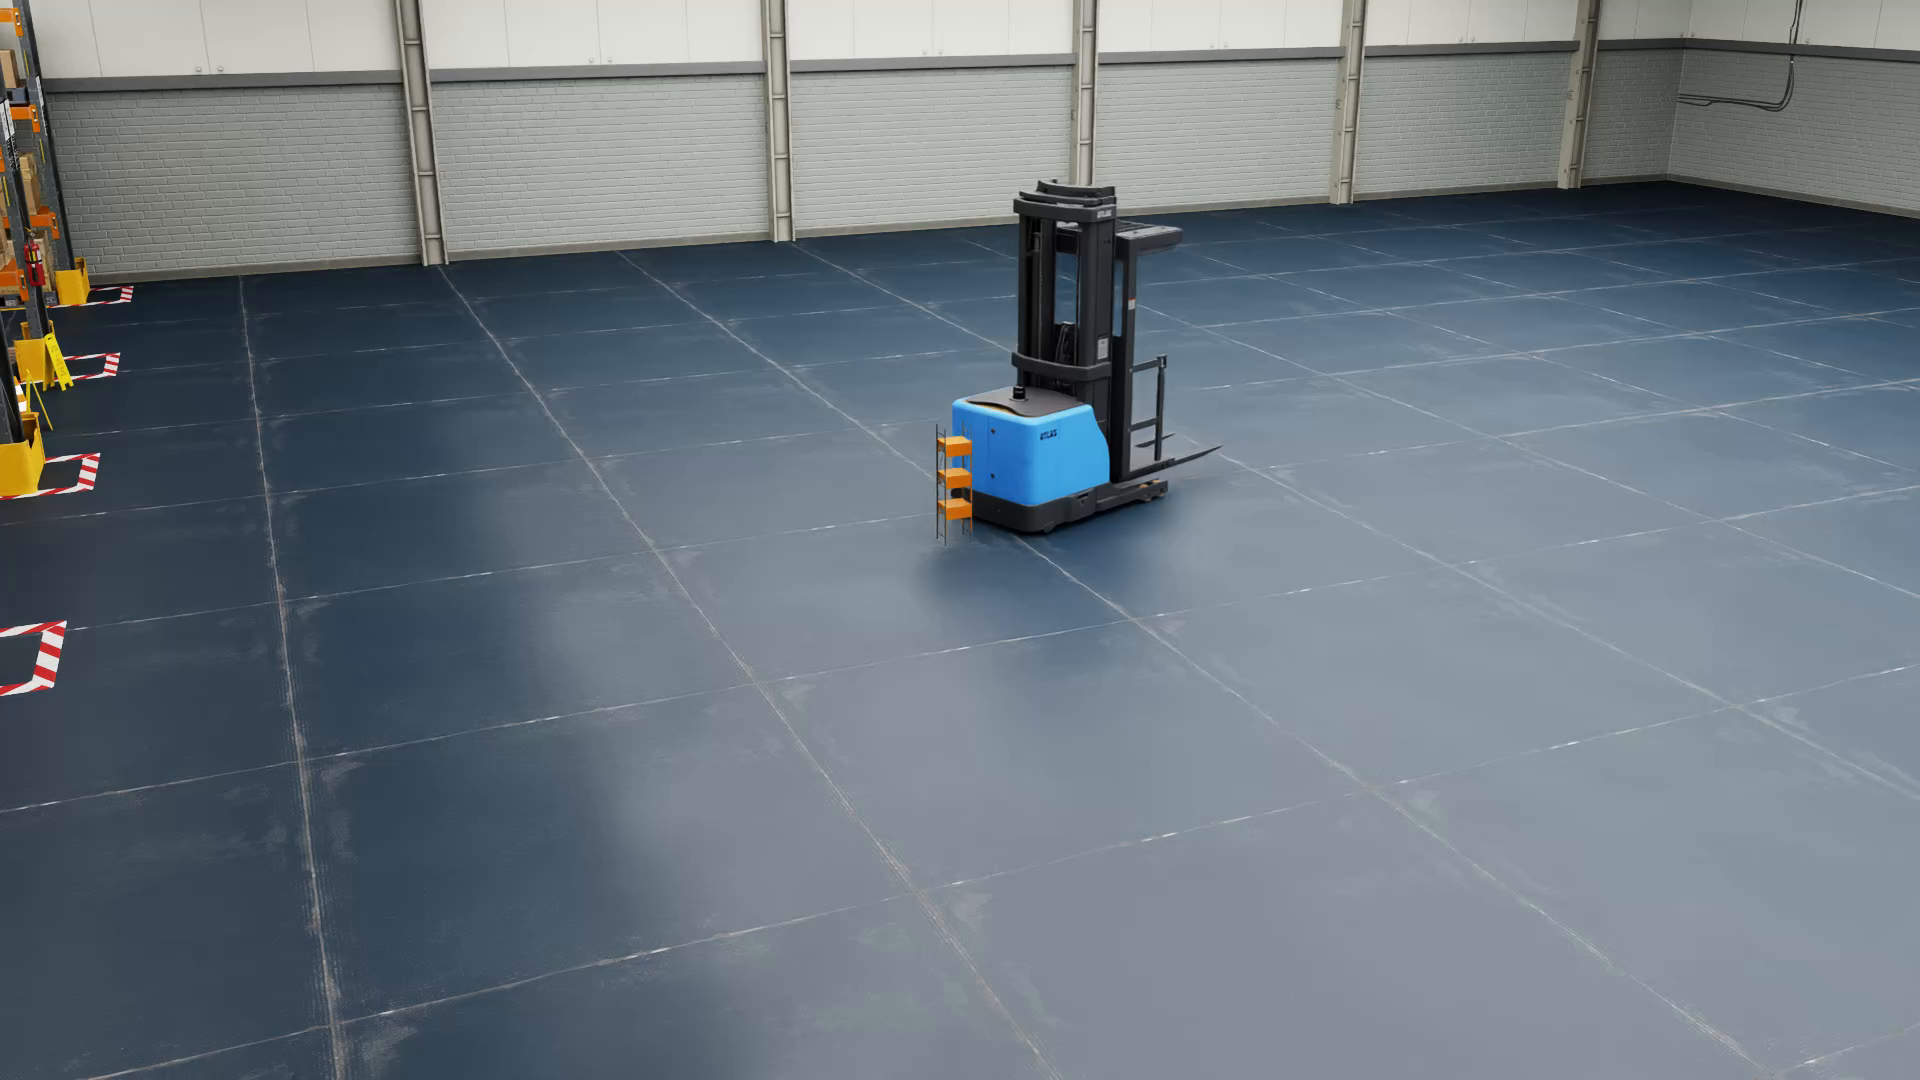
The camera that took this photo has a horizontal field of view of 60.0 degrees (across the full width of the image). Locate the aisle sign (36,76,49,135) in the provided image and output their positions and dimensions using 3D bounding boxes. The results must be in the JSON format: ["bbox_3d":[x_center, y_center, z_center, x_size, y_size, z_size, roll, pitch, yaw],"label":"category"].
[{"bbox_3d":[-13.023,-6.166,23.602,0.004,0.787,0.394,-8,21,-22],"label":"aisle sign"}]

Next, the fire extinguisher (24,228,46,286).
[{"bbox_3d":[-10.943,-3.345,19.623,0.183,0.674,0.296,-8,21,-22],"label":"fire extinguisher"}]

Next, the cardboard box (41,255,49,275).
[{"bbox_3d":[-13.523,-3.998,24.115,0.500,0.250,0.500,-8,21,-23],"label":"cardboard box"}]

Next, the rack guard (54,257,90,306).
[{"bbox_3d":[-13.178,-3.844,24.688,0.348,0.500,1.175,-8,21,-22],"label":"rack guard"}]

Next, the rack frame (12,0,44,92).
[{"bbox_3d":[-13.200,-7.850,23.267,0.127,3.000,1.000,-8,21,-22],"label":"rack frame"}]

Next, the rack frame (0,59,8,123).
[{"bbox_3d":[-11.231,-6.337,18.970,0.127,3.000,1.000,-8,21,-22],"label":"rack frame"}]

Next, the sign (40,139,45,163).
[{"bbox_3d":[-12.998,-5.511,23.557,0.005,0.325,0.100,-8,21,-22],"label":"sign"}]

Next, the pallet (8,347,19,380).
[{"bbox_3d":[-12.060,-2.086,20.128,1.213,0.211,1.003,-8,21,-22],"label":"pallet"}]

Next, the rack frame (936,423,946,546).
[{"bbox_3d":[-0.161,-0.472,14.282,0.008,1.050,0.200,-8,21,-22],"label":"rack frame"}]

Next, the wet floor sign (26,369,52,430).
[{"bbox_3d":[-9.935,-1.508,17.833,0.232,0.644,0.267,-12,23,-31],"label":"wet floor sign"}]

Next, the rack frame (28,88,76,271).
[{"bbox_3d":[-13.200,-5.020,24.264,0.127,3.000,1.000,-8,21,-22],"label":"rack frame"}]

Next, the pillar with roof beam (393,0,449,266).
[{"bbox_3d":[-6.982,-7.510,22.301,0.400,9.000,9.100,-8,21,-22],"label":"pillar with roof beam"}]

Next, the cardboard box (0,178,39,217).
[{"bbox_3d":[-13.548,-4.923,23.836,0.500,0.500,0.500,-9,21,-23],"label":"cardboard box"}]

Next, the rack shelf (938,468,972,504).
[{"bbox_3d":[-0.049,-0.478,14.331,0.240,0.259,0.215,-8,21,-22],"label":"rack shelf"}]

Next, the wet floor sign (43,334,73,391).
[{"bbox_3d":[-10.632,-2.095,19.501,0.232,0.644,0.267,-1,19,-3],"label":"wet floor sign"}]

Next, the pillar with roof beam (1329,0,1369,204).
[{"bbox_3d":[9.546,-9.878,29.026,0.400,9.000,9.100,-8,21,-22],"label":"pillar with roof beam"}]

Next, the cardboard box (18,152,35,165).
[{"bbox_3d":[-13.593,-5.535,24.150,0.250,0.149,0.380,-9,21,-23],"label":"cardboard box"}]

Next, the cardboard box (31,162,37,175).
[{"bbox_3d":[-13.614,-5.408,24.237,0.250,0.149,0.380,-9,21,-23],"label":"cardboard box"}]

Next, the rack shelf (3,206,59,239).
[{"bbox_3d":[-15.037,-4.418,23.636,4.000,0.370,1.077,-8,21,-22],"label":"rack shelf"}]

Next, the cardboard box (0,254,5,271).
[{"bbox_3d":[-11.489,-3.274,19.683,0.250,0.149,0.380,-7,21,-20],"label":"cardboard box"}]

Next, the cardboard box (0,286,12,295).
[{"bbox_3d":[-13.967,-3.701,24.024,0.500,0.250,0.500,-8,21,-22],"label":"cardboard box"}]

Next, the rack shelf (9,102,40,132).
[{"bbox_3d":[-15.037,-5.833,23.138,4.000,0.370,1.077,-8,21,-22],"label":"rack shelf"}]

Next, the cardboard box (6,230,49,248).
[{"bbox_3d":[-13.716,-4.388,24.469,0.500,0.250,0.500,-8,21,-23],"label":"cardboard box"}]

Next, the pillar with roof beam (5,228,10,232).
[{"bbox_3d":[-12.491,-6.720,20.059,0.400,9.000,9.100,-8,21,-22],"label":"pillar with roof beam"}]

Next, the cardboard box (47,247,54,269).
[{"bbox_3d":[-13.714,-4.159,24.572,0.500,0.250,0.500,-8,21,-21],"label":"cardboard box"}]

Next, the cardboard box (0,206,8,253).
[{"bbox_3d":[-11.775,-3.717,19.963,0.500,0.500,0.500,-8,21,-23],"label":"cardboard box"}]

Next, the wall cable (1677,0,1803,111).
[{"bbox_3d":[16.579,-10.499,35.467,0.112,2.526,3.097,-8,21,-22],"label":"wall cable"}]

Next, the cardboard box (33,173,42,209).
[{"bbox_3d":[-13.765,-5.087,24.303,0.500,0.500,0.500,-7,21,-20],"label":"cardboard box"}]

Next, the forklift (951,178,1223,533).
[{"bbox_3d":[1.315,-1.845,15.347,3.031,2.935,1.130,-18,26,-42],"label":"forklift"}]

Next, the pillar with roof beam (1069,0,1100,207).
[{"bbox_3d":[4.037,-9.088,26.784,0.400,9.000,9.100,-8,21,-22],"label":"pillar with roof beam"}]

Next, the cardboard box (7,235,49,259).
[{"bbox_3d":[-13.499,-4.237,24.042,0.500,0.250,0.500,-7,21,-20],"label":"cardboard box"}]

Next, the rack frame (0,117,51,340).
[{"bbox_3d":[-11.231,-3.507,19.966,0.127,3.000,1.000,-8,21,-22],"label":"rack frame"}]

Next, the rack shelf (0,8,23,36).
[{"bbox_3d":[-15.037,-7.059,22.706,4.000,0.370,1.077,-8,21,-22],"label":"rack shelf"}]

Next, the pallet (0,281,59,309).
[{"bbox_3d":[-13.886,-3.592,24.405,1.213,0.211,1.003,-8,21,-22],"label":"pallet"}]

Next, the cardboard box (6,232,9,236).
[{"bbox_3d":[-14.174,-4.321,24.279,0.500,0.250,0.500,-8,21,-22],"label":"cardboard box"}]

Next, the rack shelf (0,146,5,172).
[{"bbox_3d":[-13.067,-4.320,18.840,4.000,0.370,1.077,-8,21,-22],"label":"rack shelf"}]

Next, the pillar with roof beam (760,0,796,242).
[{"bbox_3d":[-1.473,-8.299,24.543,0.400,9.000,9.100,-8,21,-22],"label":"pillar with roof beam"}]

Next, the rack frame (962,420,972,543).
[{"bbox_3d":[0.063,-0.504,14.373,0.008,1.050,0.200,-8,21,-22],"label":"rack frame"}]

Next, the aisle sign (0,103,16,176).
[{"bbox_3d":[-11.059,-4.653,19.306,0.004,0.787,0.394,-8,21,-22],"label":"aisle sign"}]

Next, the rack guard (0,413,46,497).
[{"bbox_3d":[-9.155,-0.835,16.141,0.348,0.500,1.175,-8,21,-22],"label":"rack guard"}]

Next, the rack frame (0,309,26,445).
[{"bbox_3d":[-9.177,-2.011,15.717,0.127,3.000,1.000,-8,21,-22],"label":"rack frame"}]

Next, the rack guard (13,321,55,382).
[{"bbox_3d":[-11.300,-2.318,20.353,0.348,0.500,1.175,-8,21,-22],"label":"rack guard"}]

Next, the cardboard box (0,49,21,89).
[{"bbox_3d":[-13.510,-6.595,23.286,0.500,0.500,0.500,-7,21,-20],"label":"cardboard box"}]

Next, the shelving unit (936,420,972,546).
[{"bbox_3d":[-0.049,-0.488,14.328,0.252,1.050,0.215,-8,21,-22],"label":"shelving unit"}]

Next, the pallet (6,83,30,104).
[{"bbox_3d":[-13.860,-6.308,23.539,1.213,0.211,1.003,-8,21,-22],"label":"pallet"}]

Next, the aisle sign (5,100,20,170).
[{"bbox_3d":[-11.296,-4.836,19.826,0.004,0.787,0.394,-8,21,-22],"label":"aisle sign"}]

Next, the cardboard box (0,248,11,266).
[{"bbox_3d":[-11.624,-3.407,20.060,0.250,0.149,0.380,-8,21,-22],"label":"cardboard box"}]

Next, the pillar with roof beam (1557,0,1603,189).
[{"bbox_3d":[15.055,-10.667,31.268,0.400,9.000,9.100,-8,21,-22],"label":"pillar with roof beam"}]

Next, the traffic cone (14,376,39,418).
[{"bbox_3d":[-10.363,-1.567,18.275,0.334,0.463,0.336,-8,21,-22],"label":"traffic cone"}]

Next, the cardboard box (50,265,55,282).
[{"bbox_3d":[-13.729,-3.916,24.637,0.500,0.250,0.500,-8,21,-22],"label":"cardboard box"}]

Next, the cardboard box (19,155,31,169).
[{"bbox_3d":[-13.446,-5.402,23.774,0.250,0.149,0.380,-8,21,-22],"label":"cardboard box"}]

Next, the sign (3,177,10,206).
[{"bbox_3d":[-11.029,-4.030,19.233,0.005,0.325,0.100,-8,21,-22],"label":"sign"}]

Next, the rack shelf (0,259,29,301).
[{"bbox_3d":[-13.067,-2.905,19.338,4.000,0.370,1.077,-8,21,-22],"label":"rack shelf"}]

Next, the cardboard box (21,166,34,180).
[{"bbox_3d":[-13.407,-5.242,23.767,0.250,0.149,0.380,-8,21,-21],"label":"cardboard box"}]

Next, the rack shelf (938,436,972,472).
[{"bbox_3d":[-0.049,-0.746,14.237,0.240,0.259,0.215,-8,21,-22],"label":"rack shelf"}]

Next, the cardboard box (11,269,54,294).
[{"bbox_3d":[-13.506,-3.763,24.201,0.500,0.250,0.500,-8,21,-22],"label":"cardboard box"}]

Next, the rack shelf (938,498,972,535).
[{"bbox_3d":[-0.049,-0.216,14.423,0.240,0.259,0.215,-8,21,-22],"label":"rack shelf"}]

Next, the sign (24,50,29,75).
[{"bbox_3d":[-12.998,-6.648,23.157,0.005,0.325,0.100,-8,21,-22],"label":"sign"}]
